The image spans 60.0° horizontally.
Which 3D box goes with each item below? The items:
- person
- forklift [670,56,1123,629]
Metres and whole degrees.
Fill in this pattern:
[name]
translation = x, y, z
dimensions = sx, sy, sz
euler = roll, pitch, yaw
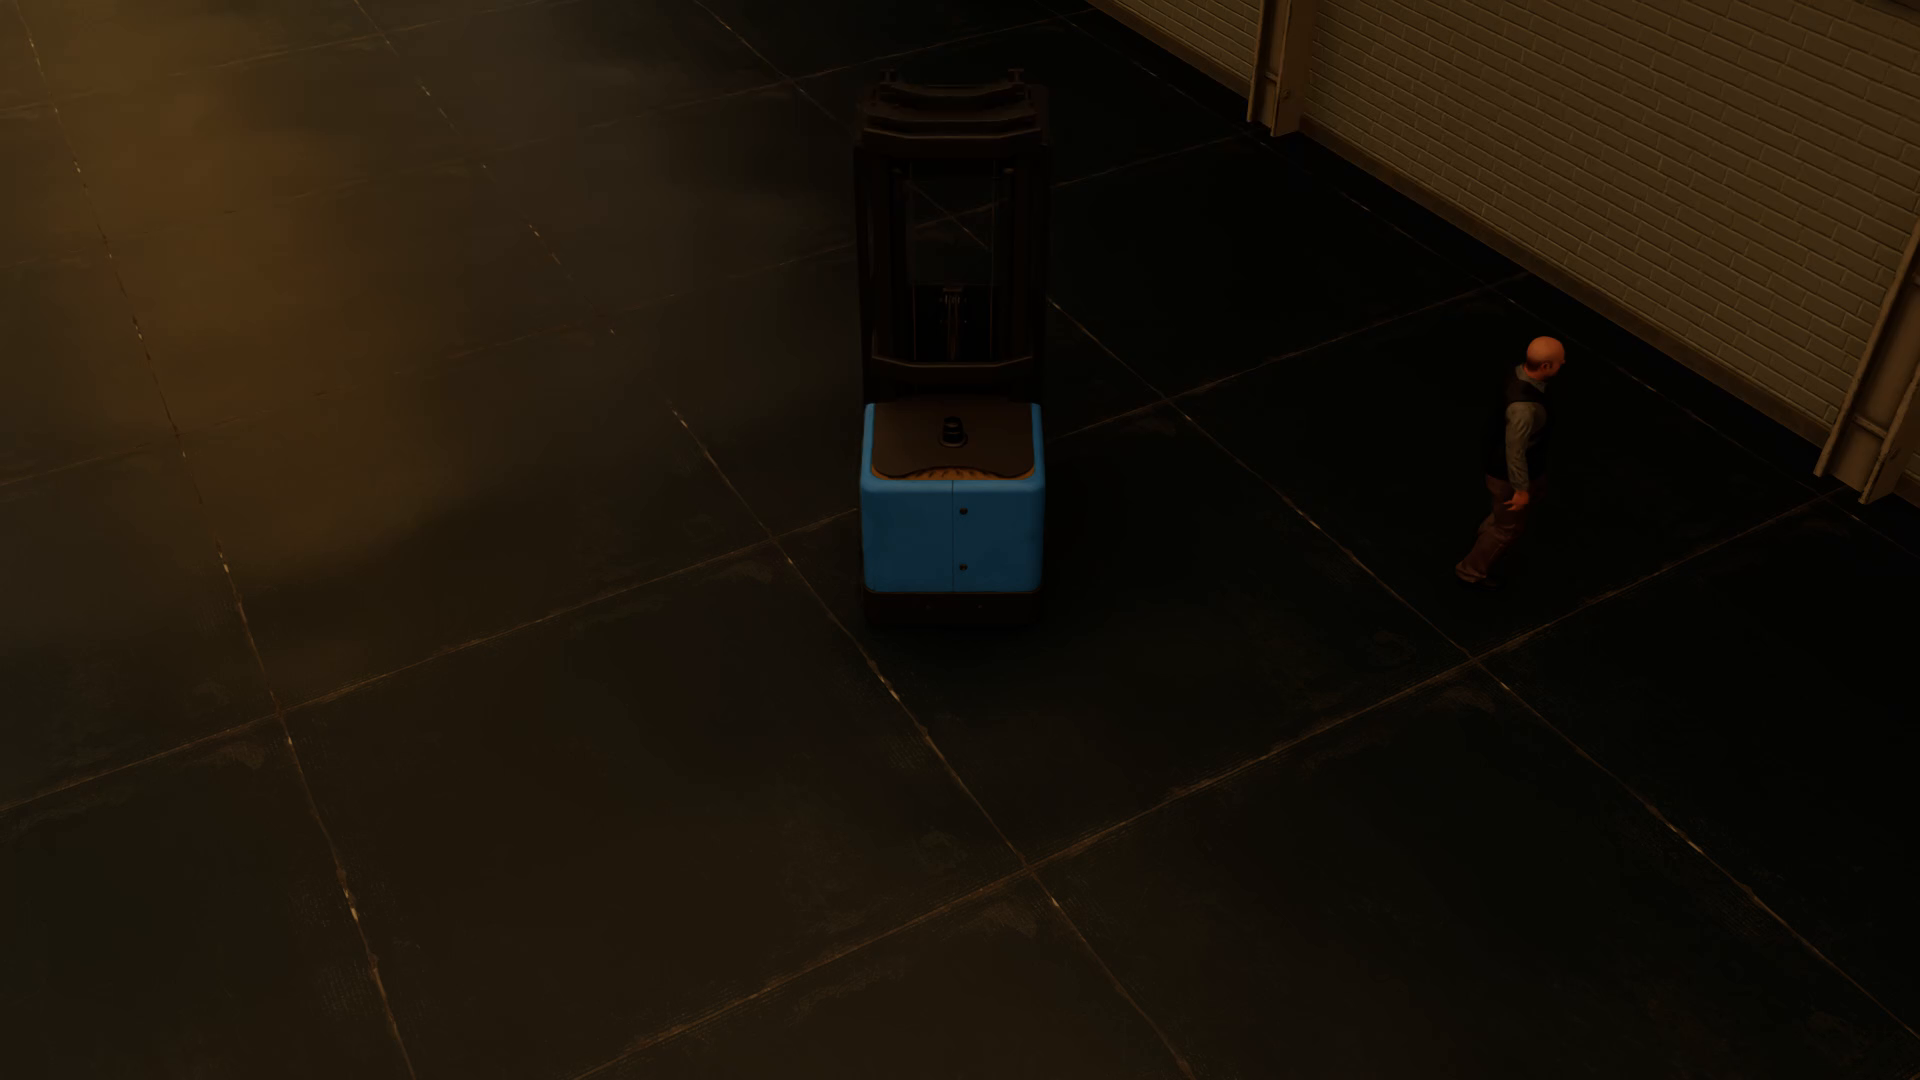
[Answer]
[person]
translation = 3.240, -0.438, 9.515
dimensions = 0.429, 1.720, 0.582
euler = 4, 40, 5
[forklift]
translation = -0.521, -1.385, 9.706
dimensions = 3.031, 2.935, 1.130
euler = 26, 46, 28
